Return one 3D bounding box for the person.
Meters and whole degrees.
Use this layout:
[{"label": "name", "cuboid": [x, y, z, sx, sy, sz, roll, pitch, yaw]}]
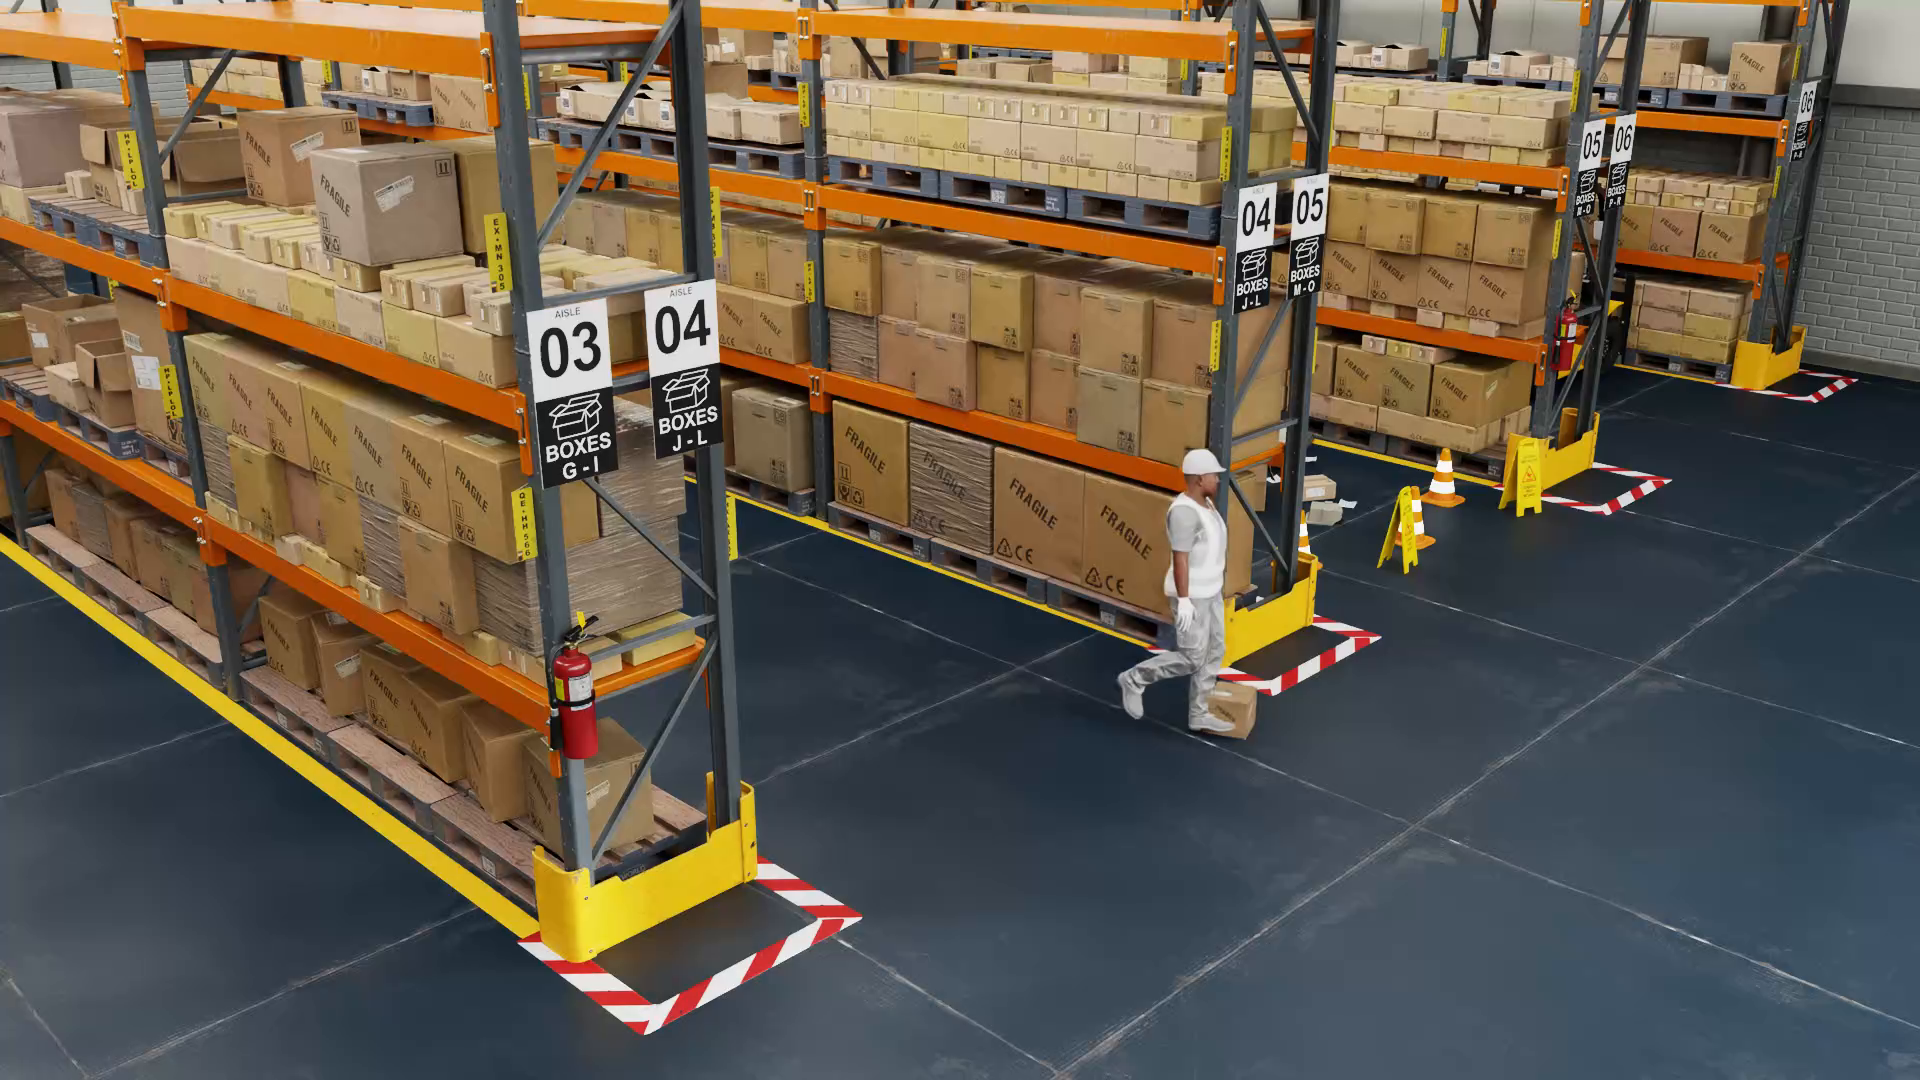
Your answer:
[{"label": "person", "cuboid": [1.390, 0.313, 10.173, 0.749, 1.750, 0.619, 9, 22, 22]}]
